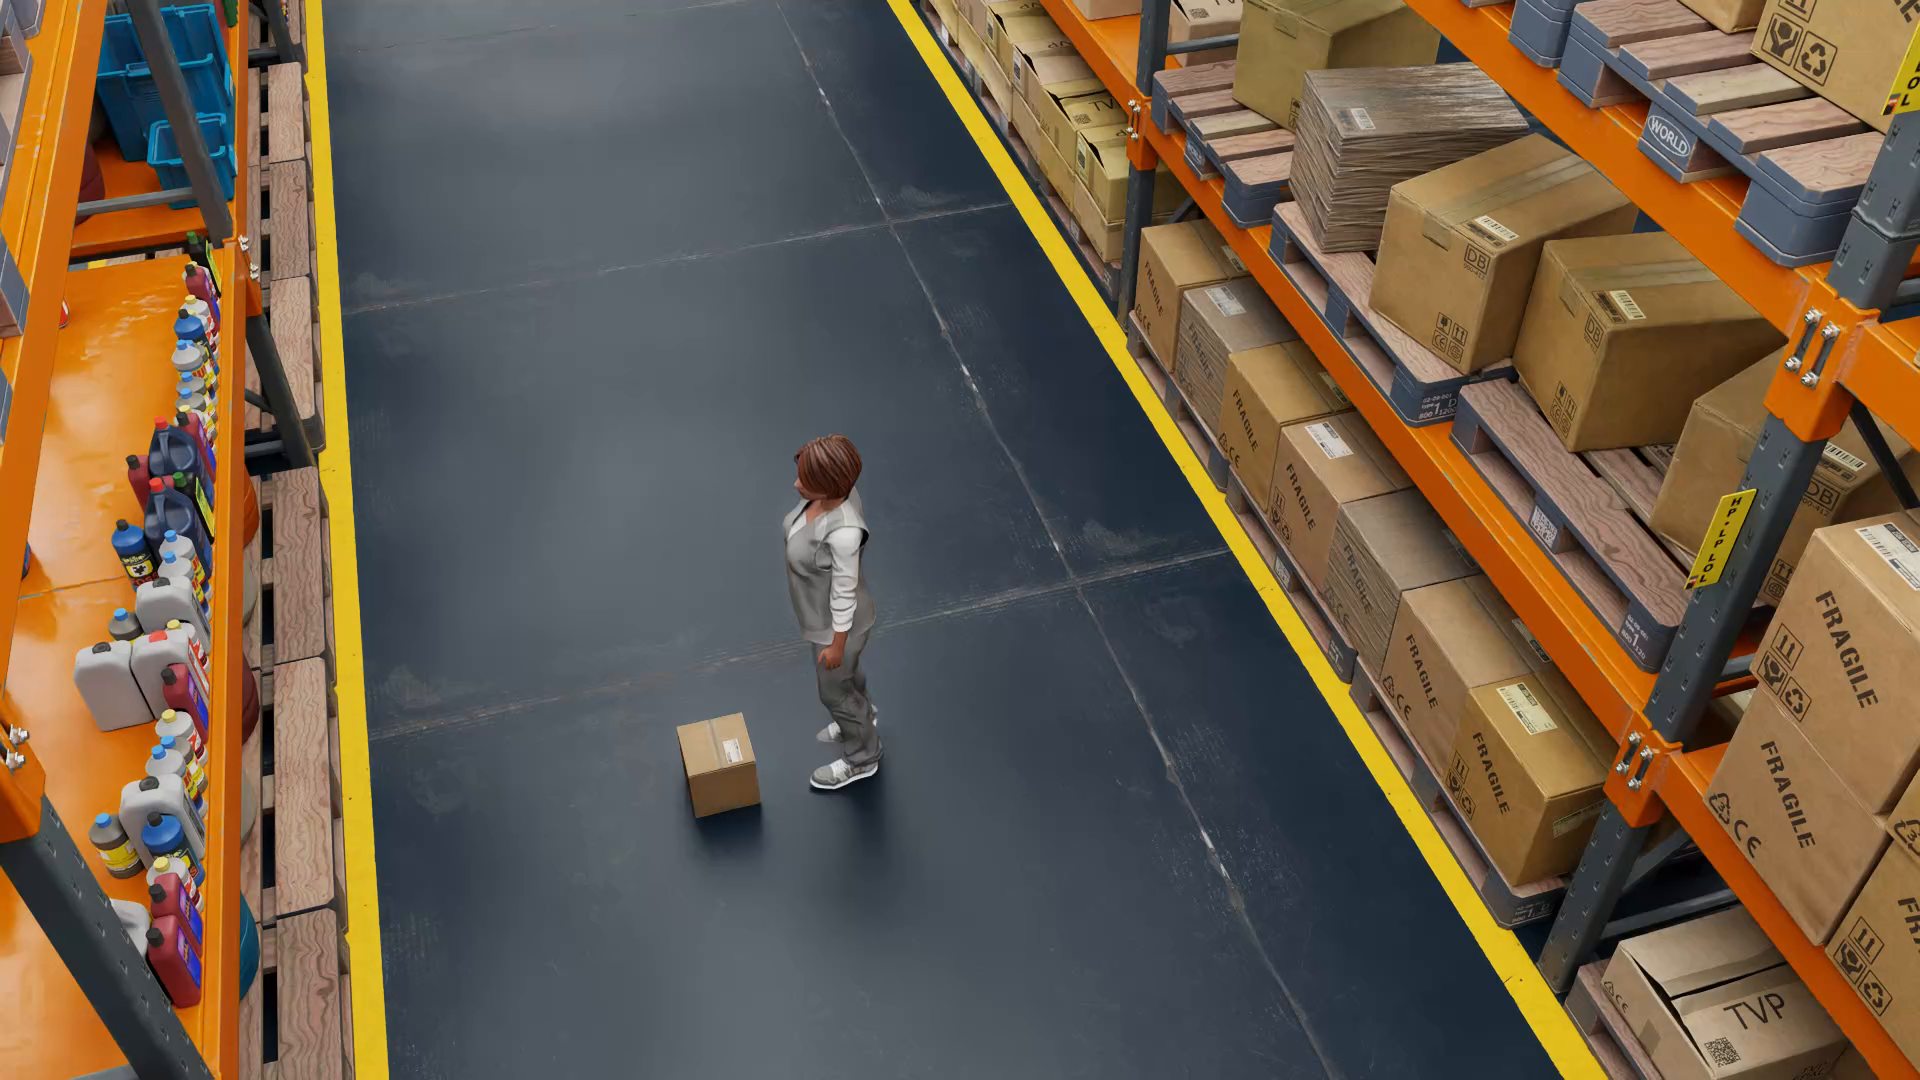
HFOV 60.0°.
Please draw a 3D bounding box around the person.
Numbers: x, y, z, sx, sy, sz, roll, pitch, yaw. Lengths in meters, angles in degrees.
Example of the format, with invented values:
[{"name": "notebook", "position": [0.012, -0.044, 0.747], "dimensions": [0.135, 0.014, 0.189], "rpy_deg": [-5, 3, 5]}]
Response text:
[{"name": "person", "position": [-0.441, 0.283, 5.896], "dimensions": [0.318, 1.640, 0.407], "rpy_deg": [-11, 44, -12]}]
